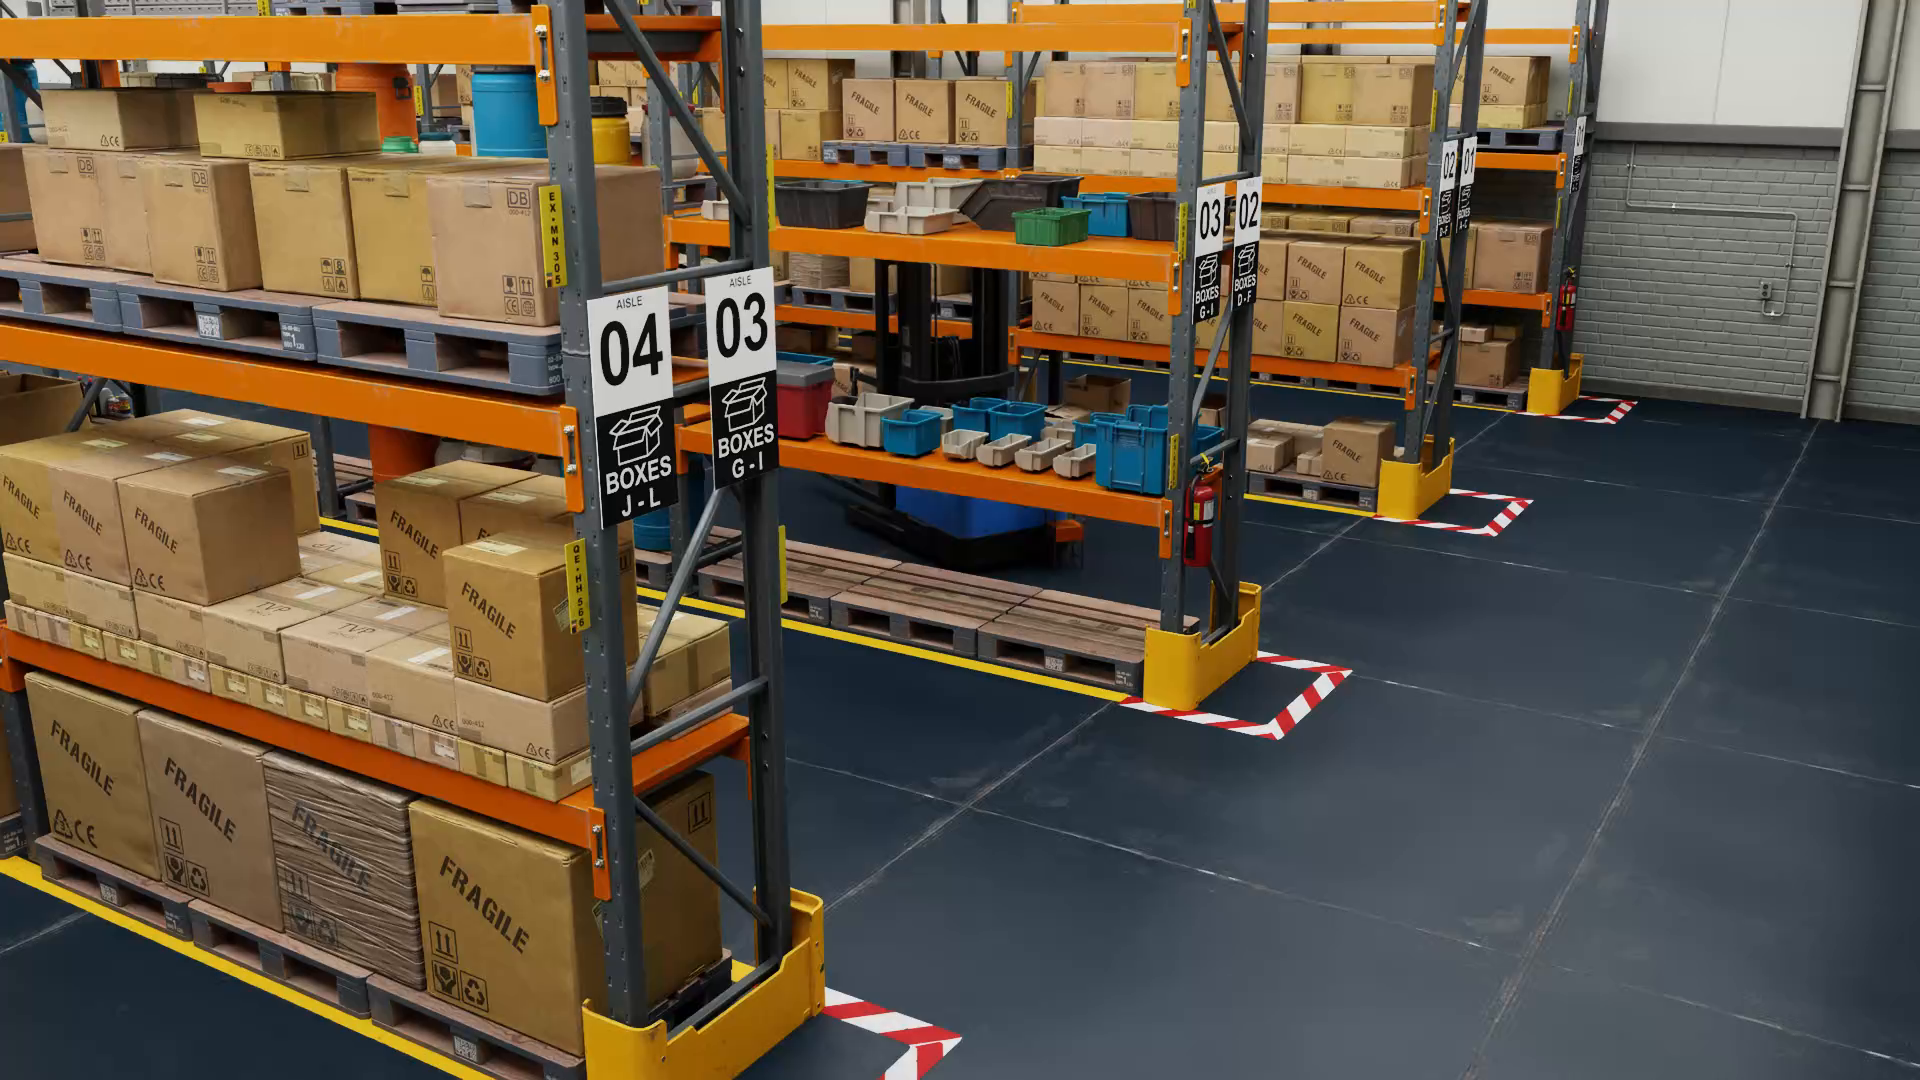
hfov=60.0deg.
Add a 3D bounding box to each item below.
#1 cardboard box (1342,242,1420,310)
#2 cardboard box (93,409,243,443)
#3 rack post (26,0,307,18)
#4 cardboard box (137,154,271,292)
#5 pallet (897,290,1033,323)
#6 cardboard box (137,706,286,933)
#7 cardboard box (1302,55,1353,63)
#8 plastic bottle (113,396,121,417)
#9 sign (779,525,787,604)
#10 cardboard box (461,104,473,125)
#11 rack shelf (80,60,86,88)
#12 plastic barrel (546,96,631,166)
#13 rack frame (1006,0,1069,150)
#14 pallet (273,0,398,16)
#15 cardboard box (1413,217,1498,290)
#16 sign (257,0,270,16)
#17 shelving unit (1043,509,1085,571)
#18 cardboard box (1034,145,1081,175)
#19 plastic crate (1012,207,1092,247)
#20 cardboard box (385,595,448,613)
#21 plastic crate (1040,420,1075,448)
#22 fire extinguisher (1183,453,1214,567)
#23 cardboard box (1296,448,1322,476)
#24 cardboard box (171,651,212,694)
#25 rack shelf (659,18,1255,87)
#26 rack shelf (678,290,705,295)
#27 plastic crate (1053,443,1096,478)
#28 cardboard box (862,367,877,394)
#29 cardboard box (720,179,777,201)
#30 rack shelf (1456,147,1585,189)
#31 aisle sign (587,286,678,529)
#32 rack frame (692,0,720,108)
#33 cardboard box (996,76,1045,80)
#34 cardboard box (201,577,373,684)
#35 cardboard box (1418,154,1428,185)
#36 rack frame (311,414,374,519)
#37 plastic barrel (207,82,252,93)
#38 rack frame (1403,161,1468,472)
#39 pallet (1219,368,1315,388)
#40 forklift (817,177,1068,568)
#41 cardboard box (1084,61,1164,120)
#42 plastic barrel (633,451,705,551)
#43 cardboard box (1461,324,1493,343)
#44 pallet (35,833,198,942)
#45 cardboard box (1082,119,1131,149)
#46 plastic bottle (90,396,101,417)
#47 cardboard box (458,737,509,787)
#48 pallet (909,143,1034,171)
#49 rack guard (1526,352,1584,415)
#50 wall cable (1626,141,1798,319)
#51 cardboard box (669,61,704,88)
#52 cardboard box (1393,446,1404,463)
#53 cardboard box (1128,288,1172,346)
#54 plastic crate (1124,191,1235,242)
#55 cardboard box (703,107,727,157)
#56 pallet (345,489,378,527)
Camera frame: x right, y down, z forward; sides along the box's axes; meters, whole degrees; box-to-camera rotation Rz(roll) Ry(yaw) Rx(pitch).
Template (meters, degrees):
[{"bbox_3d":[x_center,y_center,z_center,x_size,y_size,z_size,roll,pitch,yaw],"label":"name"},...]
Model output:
[{"bbox_3d":[3.632,-2.283,14.343,0.500,0.500,0.500,10,20,30],"label":"cardboard box"},{"bbox_3d":[-3.909,-0.338,8.289,0.500,0.500,0.500,11,20,32],"label":"cardboard box"},{"bbox_3d":[-6.943,-5.044,14.659,3.121,1.000,1.013,10,20,30],"label":"rack post"},{"bbox_3d":[-2.915,-1.342,6.912,0.500,0.500,0.700,11,20,32],"label":"cardboard box"},{"bbox_3d":[0.123,-2.422,17.024,1.213,0.211,1.003,10,20,30],"label":"pallet"},{"bbox_3d":[-3.153,1.160,7.833,0.875,0.875,0.875,10,20,30],"label":"cardboard box"},{"bbox_3d":[4.238,-5.309,19.111,0.500,0.500,0.500,10,19,29],"label":"cardboard box"},{"bbox_3d":[-8.794,-1.400,17.387,0.097,0.201,0.097,0,17,0],"label":"plastic bottle"},{"bbox_3d":[-0.737,0.107,6.741,0.005,0.325,0.100,10,20,30],"label":"sign"},{"bbox_3d":[-5.550,-5.050,19.721,0.500,0.250,0.500,13,21,36],"label":"cardboard box"},{"bbox_3d":[-6.145,-2.551,8.724,4.000,0.370,1.077,10,20,30],"label":"rack shelf"},{"bbox_3d":[-2.733,-2.954,12.237,0.600,0.588,0.600,0,17,0],"label":"plastic barrel"},{"bbox_3d":[0.747,-5.236,15.635,0.127,3.000,1.000,10,20,30],"label":"rack frame"},{"bbox_3d":[-4.658,-4.219,13.300,1.003,0.211,1.213,10,20,30],"label":"pallet"},{"bbox_3d":[5.679,-3.311,19.103,0.700,0.700,0.980,10,20,30],"label":"cardboard box"},{"bbox_3d":[-5.539,-4.326,13.196,0.005,0.325,0.100,10,20,30],"label":"sign"},{"bbox_3d":[0.824,-0.294,13.033,0.252,1.050,0.215,-6,19,-21],"label":"shelving unit"},{"bbox_3d":[1.032,-3.593,15.647,0.500,0.250,0.500,10,20,30],"label":"cardboard box"},{"bbox_3d":[0.570,-1.944,10.323,0.336,0.188,0.450,10,20,30],"label":"plastic crate"},{"bbox_3d":[-2.173,0.331,7.377,0.500,0.250,0.500,9,19,28],"label":"cardboard box"},{"bbox_3d":[0.714,-0.725,11.456,0.298,0.136,0.250,10,20,30],"label":"plastic crate"},{"bbox_3d":[1.451,-0.180,10.086,0.183,0.674,0.296,10,20,30],"label":"fire extinguisher"},{"bbox_3d":[3.265,-0.717,15.199,0.250,0.166,0.380,10,20,30],"label":"cardboard box"},{"bbox_3d":[-3.258,0.532,7.400,0.250,0.149,0.380,10,20,31],"label":"cardboard box"},{"bbox_3d":[-0.144,-3.170,10.759,4.000,0.370,1.077,10,20,30],"label":"rack shelf"},{"bbox_3d":[-4.366,-2.934,19.616,4.000,0.370,1.077,10,20,30],"label":"rack shelf"},{"bbox_3d":[0.770,-0.512,10.757,0.243,0.136,0.396,10,20,30],"label":"plastic crate"},{"bbox_3d":[-0.668,-1.537,17.325,0.500,0.500,0.500,10,20,31],"label":"cardboard box"},{"bbox_3d":[-3.065,-4.982,24.192,0.500,0.500,0.700,10,20,30],"label":"cardboard box"},{"bbox_3d":[5.040,-4.379,19.215,4.000,0.370,1.077,10,20,30],"label":"rack shelf"},{"bbox_3d":[-1.128,-0.463,5.770,0.004,0.787,0.394,10,20,30],"label":"aisle sign"},{"bbox_3d":[-3.481,-7.680,23.682,0.127,3.000,1.000,10,20,30],"label":"rack frame"},{"bbox_3d":[0.850,-5.768,21.618,0.500,0.500,0.700,9,19,27],"label":"cardboard box"},{"bbox_3d":[-2.896,0.385,7.200,0.500,0.250,0.500,10,20,30],"label":"cardboard box"},{"bbox_3d":[3.851,-3.261,14.554,0.500,0.250,0.500,10,20,30],"label":"cardboard box"},{"bbox_3d":[-5.257,-1.747,14.473,0.127,3.000,1.000,10,20,30],"label":"rack frame"},{"bbox_3d":[-6.401,-3.666,14.890,0.708,0.830,0.600,10,20,30],"label":"plastic barrel"},{"bbox_3d":[4.155,-1.757,14.504,0.127,3.000,1.000,10,20,30],"label":"rack frame"},{"bbox_3d":[3.943,-2.123,20.508,1.213,0.211,1.003,10,20,30],"label":"pallet"},{"bbox_3d":[-0.327,-1.558,13.966,1.130,2.935,3.031,-10,20,-30],"label":"forklift"},{"bbox_3d":[1.533,-4.151,15.333,0.500,0.500,0.700,10,20,30],"label":"cardboard box"},{"bbox_3d":[-2.303,-0.423,13.000,0.708,0.901,0.600,10,20,30],"label":"plastic barrel"},{"bbox_3d":[5.891,-2.356,18.937,0.250,0.149,0.380,10,19,29],"label":"cardboard box"},{"bbox_3d":[-3.834,1.557,8.392,1.213,0.211,1.003,10,20,30],"label":"pallet"},{"bbox_3d":[1.458,-3.757,15.325,0.500,0.250,0.500,10,20,30],"label":"cardboard box"},{"bbox_3d":[-9.053,-1.440,17.376,0.133,0.283,0.061,10,20,30],"label":"plastic bottle"},{"bbox_3d":[-1.730,0.805,6.504,0.250,0.149,0.380,10,20,31],"label":"cardboard box"},{"bbox_3d":[0.228,-3.827,16.482,1.003,0.211,1.213,10,20,30],"label":"pallet"},{"bbox_3d":[6.765,-1.785,18.896,0.348,0.500,1.175,10,20,30],"label":"rack guard"},{"bbox_3d":[8.331,-3.510,18.527,1.851,1.984,0.084,10,20,30],"label":"wall cable"},{"bbox_3d":[-4.050,-6.790,23.985,0.500,0.500,0.500,8,19,25],"label":"cardboard box"},{"bbox_3d":[3.978,-0.752,15.344,0.250,0.149,0.380,10,20,30],"label":"cardboard box"},{"bbox_3d":[1.902,-2.114,15.509,0.500,0.500,0.500,10,20,30],"label":"cardboard box"},{"bbox_3d":[1.378,-2.031,10.470,0.590,0.269,0.497,10,20,30],"label":"plastic crate"},{"bbox_3d":[-2.272,-4.399,17.868,0.500,0.500,0.910,10,20,30],"label":"cardboard box"},{"bbox_3d":[-4.563,-0.304,14.517,1.213,0.211,1.003,10,20,30],"label":"pallet"}]
